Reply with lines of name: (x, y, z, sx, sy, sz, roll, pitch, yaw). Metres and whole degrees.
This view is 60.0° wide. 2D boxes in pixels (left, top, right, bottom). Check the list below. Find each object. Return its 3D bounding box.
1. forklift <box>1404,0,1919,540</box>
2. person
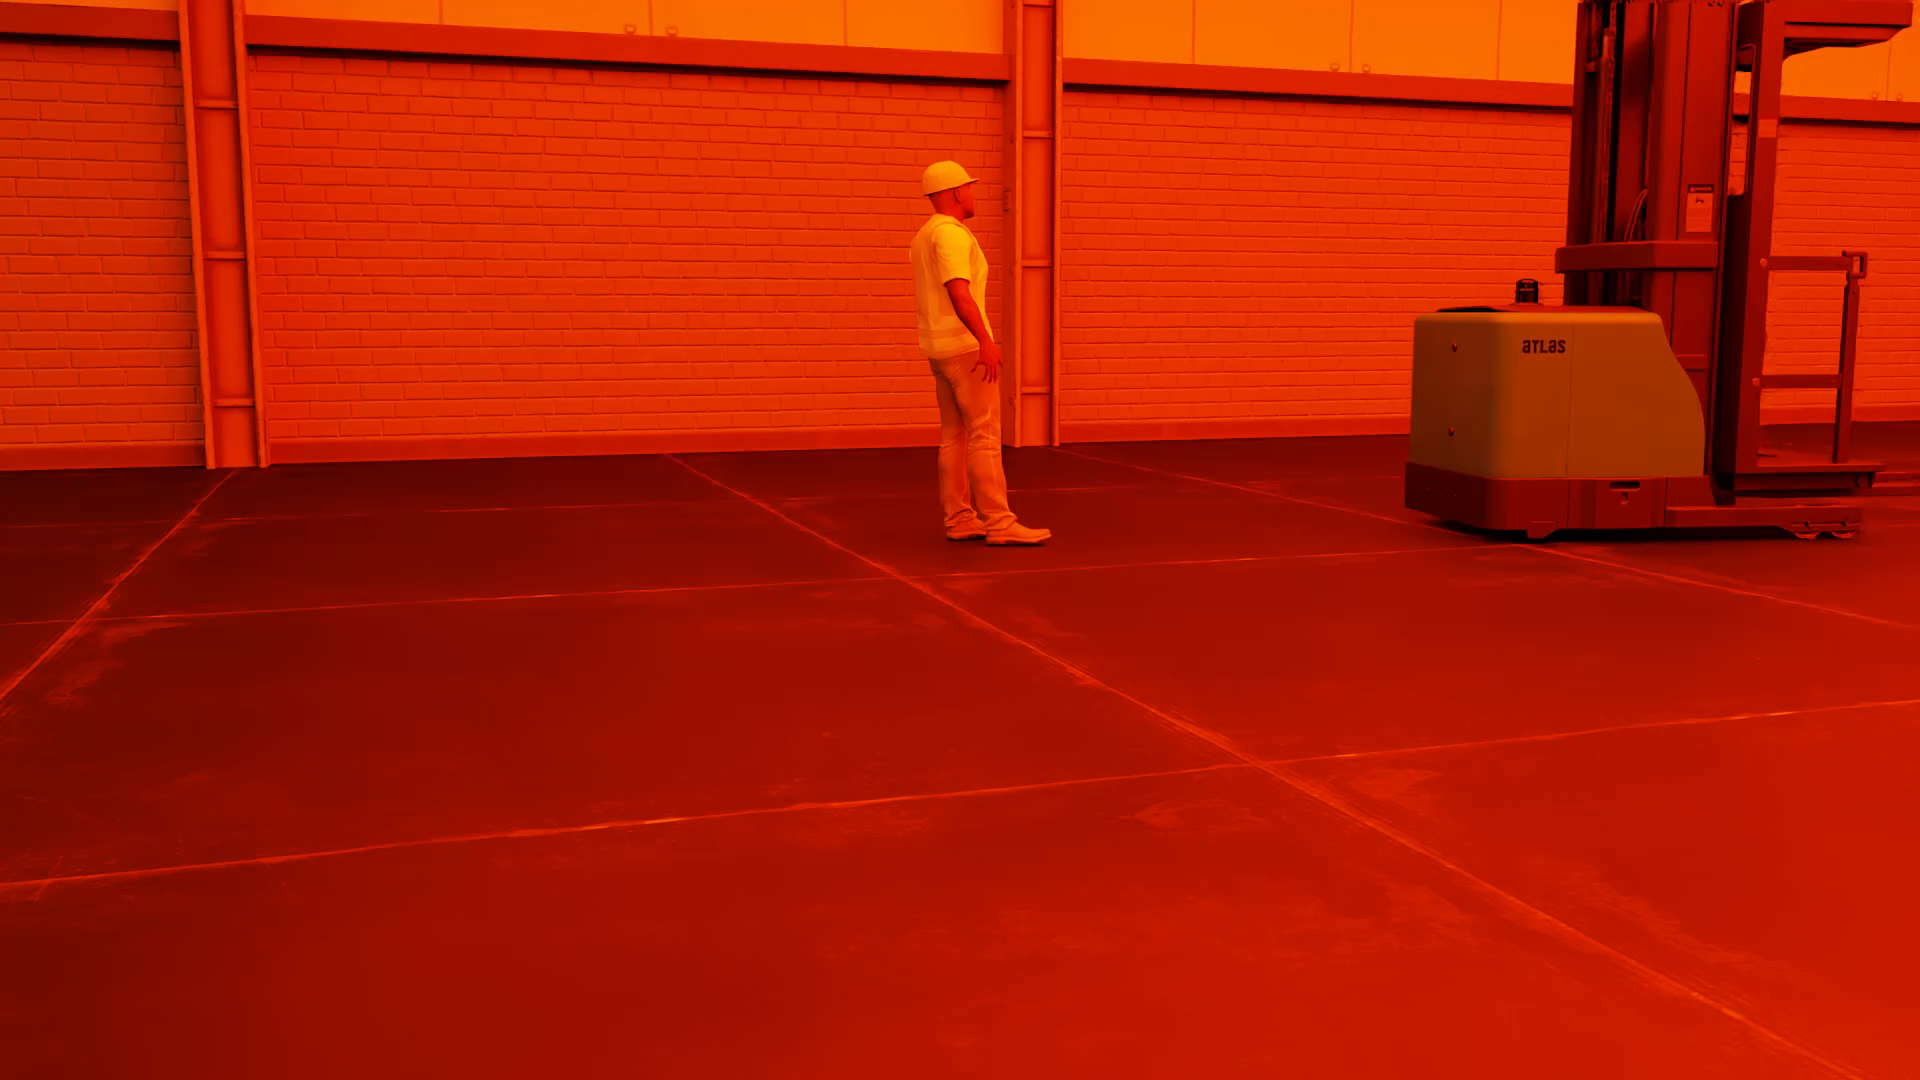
forklift: (3.873, -1.524, 8.251, 3.031, 2.935, 1.130, -1, 8, -9)
person: (0.068, -0.885, 7.820, 0.577, 1.765, 0.665, -3, 8, -18)
